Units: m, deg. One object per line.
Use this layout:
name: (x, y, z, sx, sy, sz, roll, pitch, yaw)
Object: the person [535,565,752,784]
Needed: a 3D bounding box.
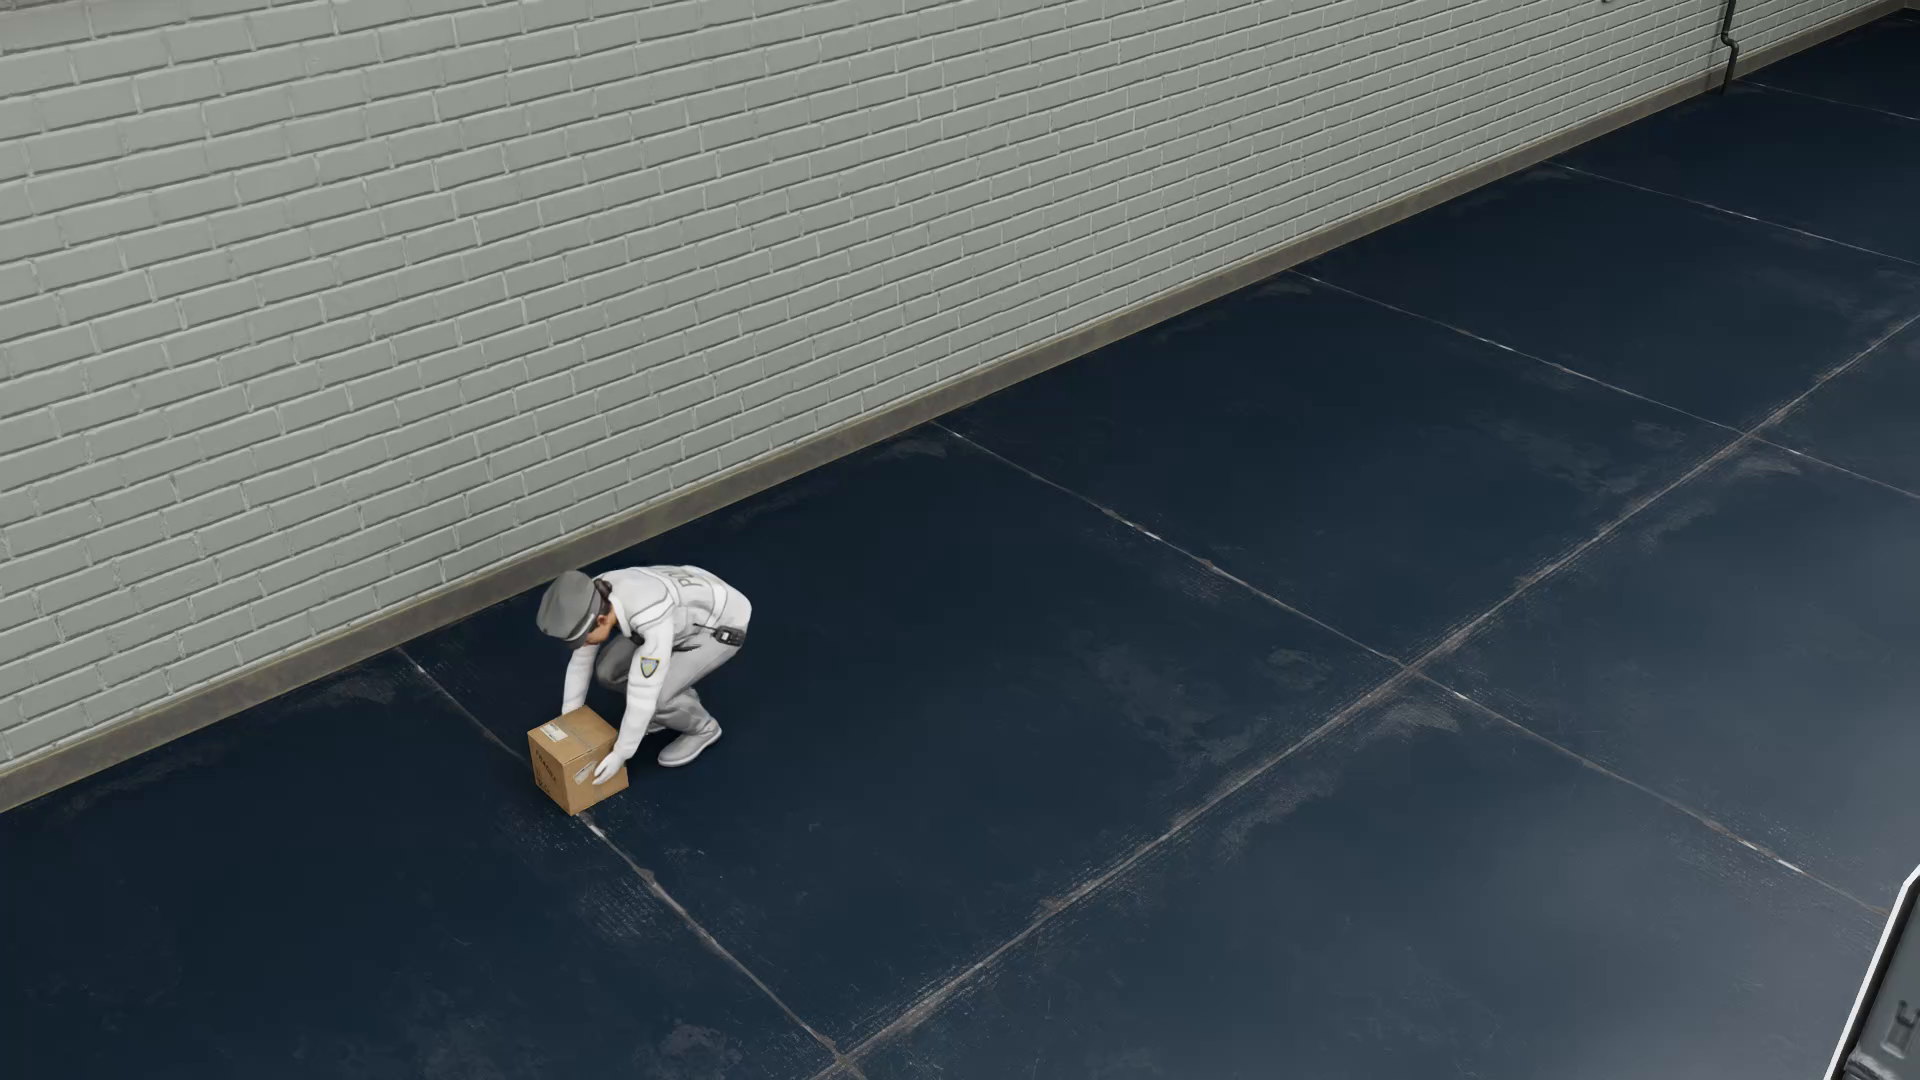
person: (-1.154, 0.417, 6.170, 0.852, 0.928, 0.489, -26, 40, -35)
